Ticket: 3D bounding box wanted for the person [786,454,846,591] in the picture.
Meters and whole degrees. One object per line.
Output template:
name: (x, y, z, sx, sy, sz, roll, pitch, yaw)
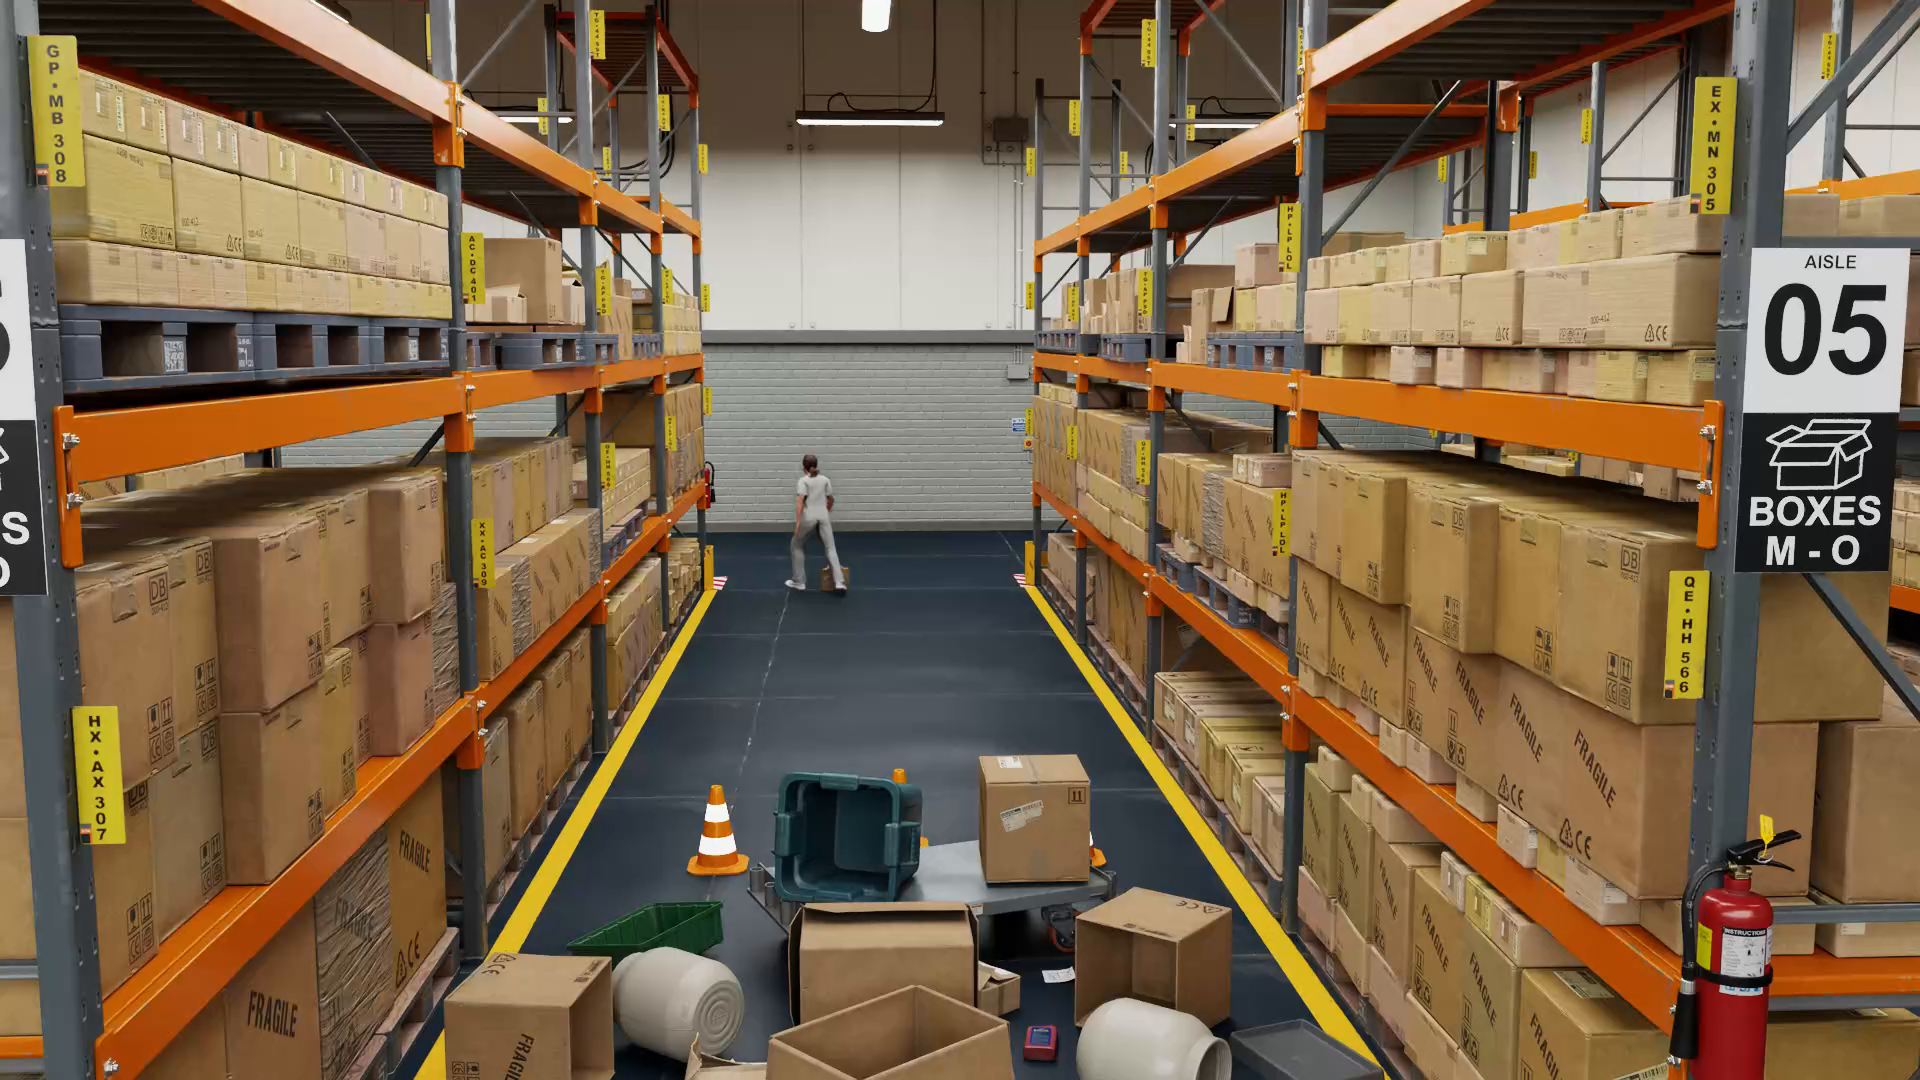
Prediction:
person: (-1.675, -0.201, 19.512, 0.558, 1.604, 0.850, -3, 8, -25)
